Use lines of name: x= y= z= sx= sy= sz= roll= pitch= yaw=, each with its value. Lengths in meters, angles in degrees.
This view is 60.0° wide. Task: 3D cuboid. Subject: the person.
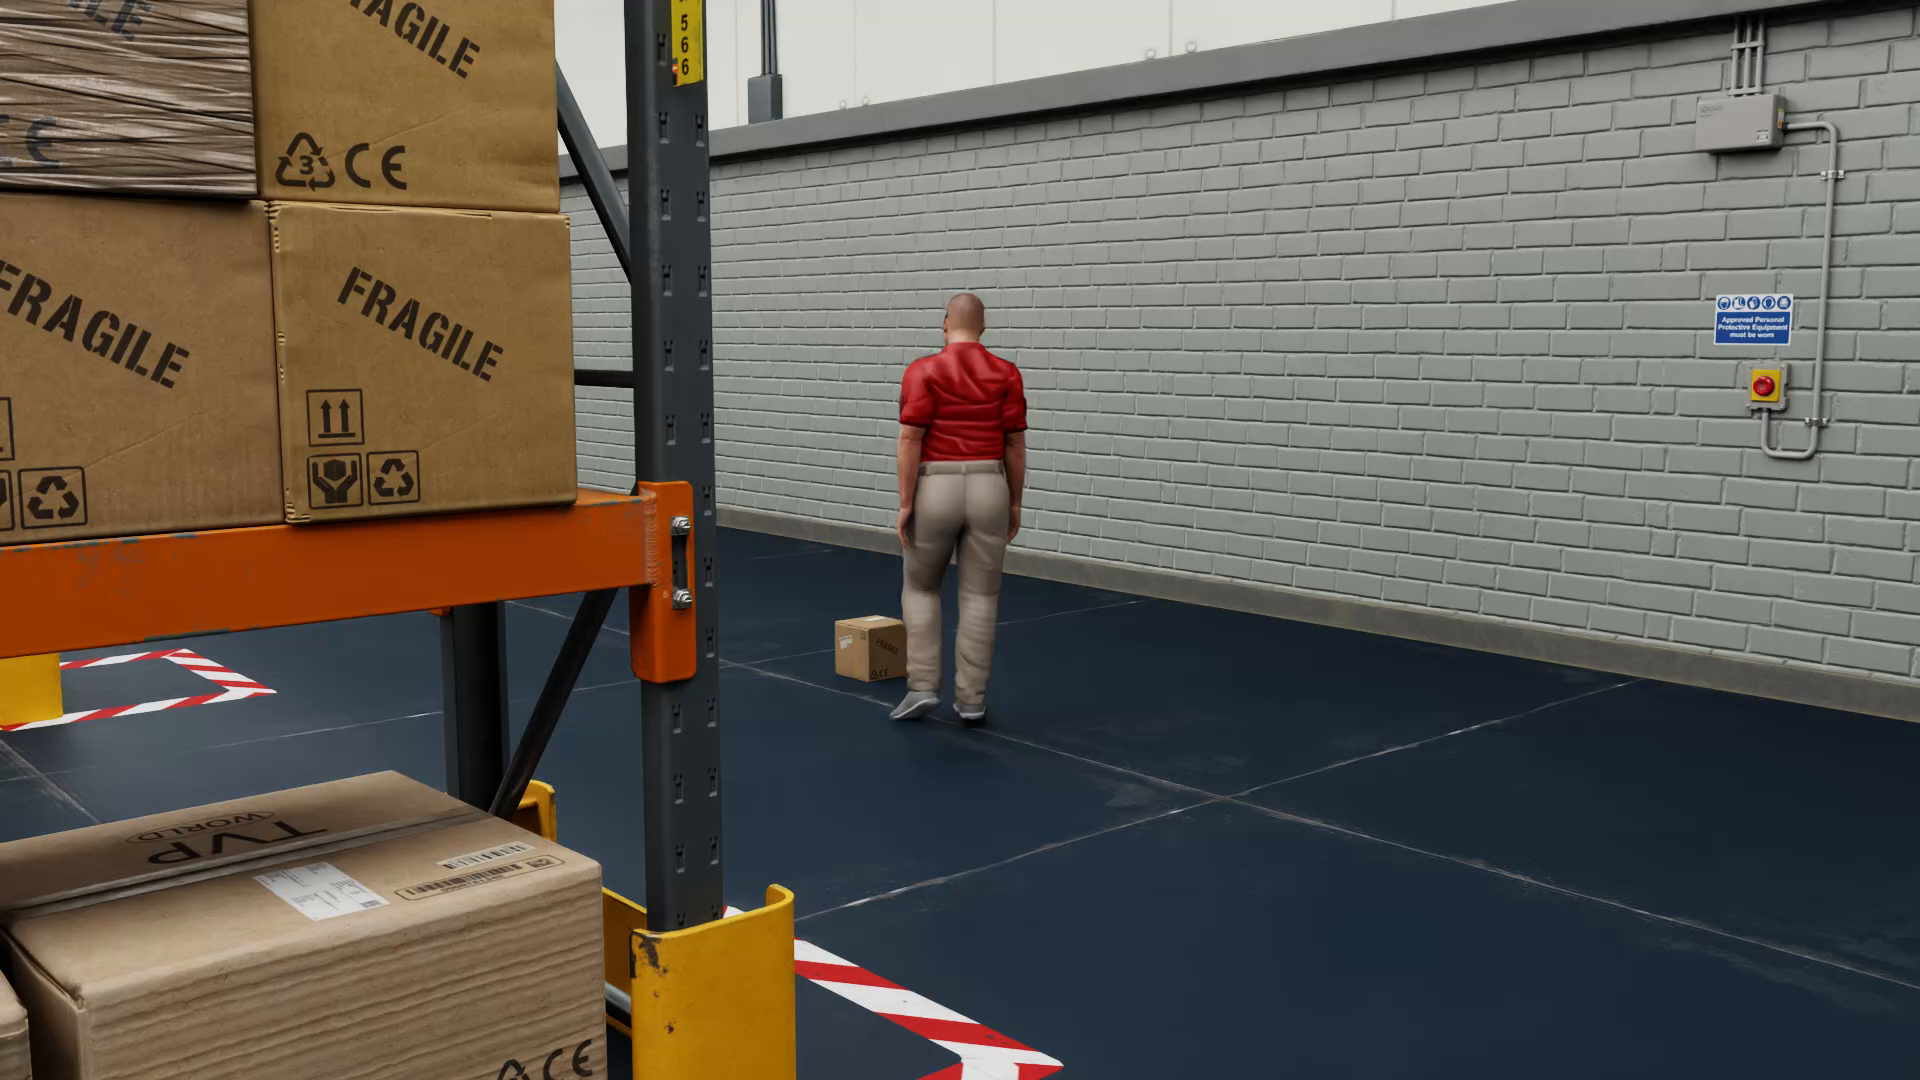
person: x=-0.003 y=-0.097 z=6.768 sx=0.558 sy=1.797 sz=0.376 roll=-1 pitch=7 yaw=-9
